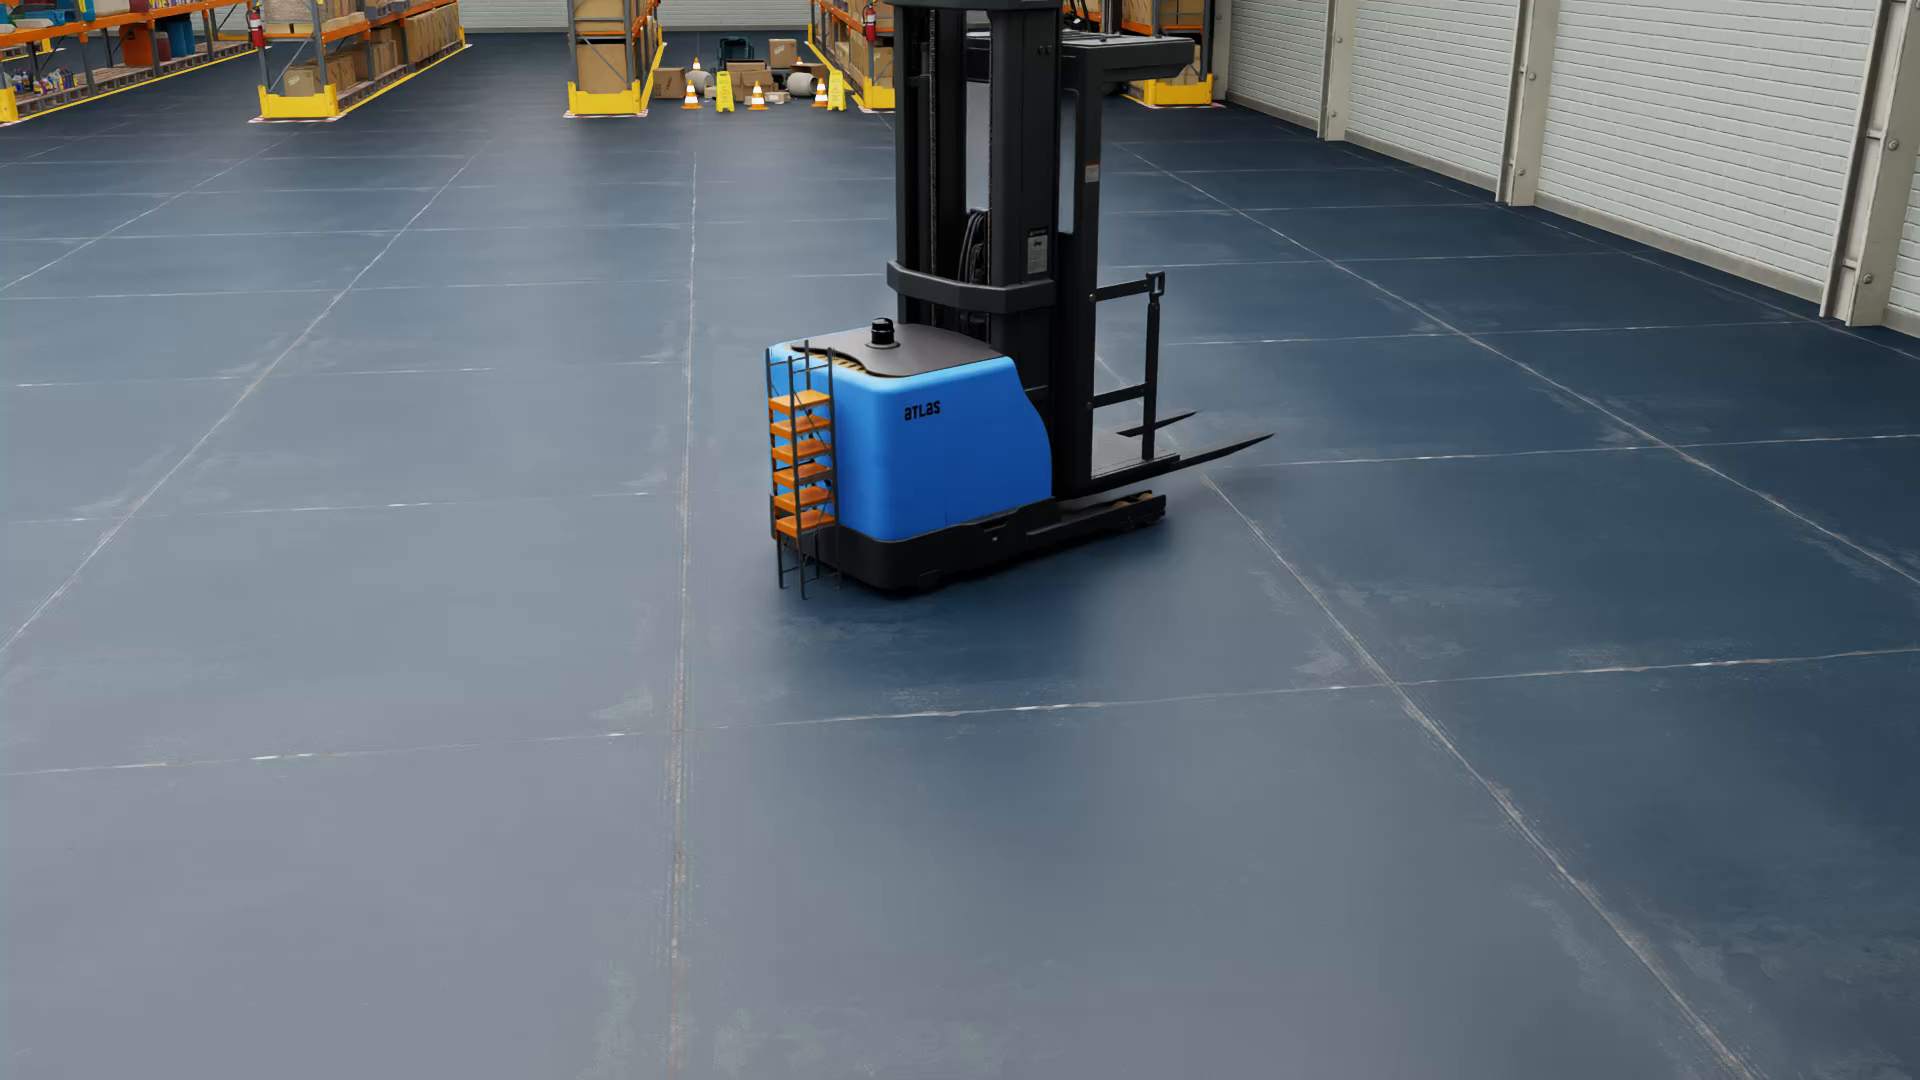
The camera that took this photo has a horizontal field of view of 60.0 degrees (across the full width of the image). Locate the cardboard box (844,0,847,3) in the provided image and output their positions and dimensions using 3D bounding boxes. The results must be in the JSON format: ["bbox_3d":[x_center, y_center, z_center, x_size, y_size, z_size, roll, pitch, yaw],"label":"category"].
[{"bbox_3d":[-2.085,-10.690,32.810,0.380,0.149,0.250,-3,21,-9],"label":"cardboard box"}]

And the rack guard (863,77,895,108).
[{"bbox_3d":[-1.078,-7.738,28.719,1.175,0.500,0.348,-3,21,-8],"label":"rack guard"}]

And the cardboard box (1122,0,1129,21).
[{"bbox_3d":[3.290,-9.869,30.710,0.500,0.500,0.500,-3,21,-7],"label":"cardboard box"}]

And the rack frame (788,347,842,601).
[{"bbox_3d":[-0.676,-0.300,7.797,0.240,1.200,0.006,-18,27,-37],"label":"rack frame"}]

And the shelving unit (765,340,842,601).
[{"bbox_3d":[-0.734,-0.325,7.862,0.258,1.200,0.189,-18,27,-37],"label":"shelving unit"}]

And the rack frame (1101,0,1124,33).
[{"bbox_3d":[3.267,-10.519,32.593,1.000,3.000,0.127,-3,21,-8],"label":"rack frame"}]

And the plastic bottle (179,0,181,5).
[{"bbox_3d":[-16.940,-11.688,36.007,0.097,0.201,0.097,0,20,0],"label":"plastic bottle"}]

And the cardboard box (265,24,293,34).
[{"bbox_3d":[-11.119,-8.353,27.153,0.380,0.149,0.250,-3,21,-8],"label":"cardboard box"}]

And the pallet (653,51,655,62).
[{"bbox_3d":[-7.567,-11.177,38.340,1.003,0.211,1.213,-3,21,-8],"label":"pallet"}]

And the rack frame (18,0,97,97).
[{"bbox_3d":[-16.352,-9.518,29.912,1.000,3.000,0.127,-3,21,-8],"label":"rack frame"}]

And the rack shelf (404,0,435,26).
[{"bbox_3d":[-12.315,-11.508,36.269,1.077,0.370,4.000,-3,21,-8],"label":"rack shelf"}]

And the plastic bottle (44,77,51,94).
[{"bbox_3d":[-15.792,-7.858,28.738,0.097,0.271,0.097,0,20,0],"label":"plastic bottle"}]

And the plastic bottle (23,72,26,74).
[{"bbox_3d":[-16.666,-8.205,29.661,0.152,0.276,0.135,-2,21,-6],"label":"plastic bottle"}]

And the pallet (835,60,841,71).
[{"bbox_3d":[-2.109,-10.075,35.391,1.003,0.211,1.213,-3,21,-8],"label":"pallet"}]

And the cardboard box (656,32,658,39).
[{"bbox_3d":[-7.838,-12.743,42.022,0.380,0.149,0.250,-2,21,-6],"label":"cardboard box"}]

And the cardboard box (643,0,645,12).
[{"bbox_3d":[-6.553,-10.749,33.066,0.500,0.500,0.500,-3,21,-7],"label":"cardboard box"}]

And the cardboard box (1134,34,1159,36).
[{"bbox_3d":[3.618,-9.561,31.928,0.500,0.250,0.500,-3,21,-9],"label":"cardboard box"}]

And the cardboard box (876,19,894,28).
[{"bbox_3d":[-1.333,-8.883,28.573,0.380,0.149,0.250,-2,21,-6],"label":"cardboard box"}]

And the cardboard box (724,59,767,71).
[{"bbox_3d":[-3.969,-8.580,30.776,0.797,0.637,0.503,-3,21,-8],"label":"cardboard box"}]

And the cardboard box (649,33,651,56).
[{"bbox_3d":[-7.030,-10.825,36.385,0.500,0.500,0.500,-3,21,-7],"label":"cardboard box"}]

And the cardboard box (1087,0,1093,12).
[{"bbox_3d":[2.858,-10.784,33.516,0.500,0.250,0.500,-3,21,-8],"label":"cardboard box"}]

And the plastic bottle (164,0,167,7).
[{"bbox_3d":[-16.794,-11.370,35.055,0.097,0.271,0.097,0,20,0],"label":"plastic bottle"}]

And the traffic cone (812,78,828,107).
[{"bbox_3d":[-2.406,-7.778,28.879,0.336,0.463,0.334,-3,21,-8],"label":"traffic cone"}]

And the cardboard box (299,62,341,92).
[{"bbox_3d":[-11.139,-8.048,28.950,0.500,0.500,0.500,-1,21,-3],"label":"cardboard box"}]

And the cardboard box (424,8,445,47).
[{"bbox_3d":[-12.620,-11.971,38.918,0.875,0.875,0.875,-3,21,-8],"label":"cardboard box"}]

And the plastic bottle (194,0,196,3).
[{"bbox_3d":[-17.128,-12.109,37.028,0.152,0.276,0.135,-3,21,-8],"label":"plastic bottle"}]

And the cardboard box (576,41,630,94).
[{"bbox_3d":[-6.114,-8.031,28.367,0.875,0.875,0.875,-3,21,-7],"label":"cardboard box"}]

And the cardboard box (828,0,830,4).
[{"bbox_3d":[-2.640,-11.920,36.559,0.500,0.250,0.500,-3,21,-7],"label":"cardboard box"}]

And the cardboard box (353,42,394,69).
[{"bbox_3d":[-11.818,-9.765,33.519,0.700,0.500,0.500,-5,21,-12],"label":"cardboard box"}]

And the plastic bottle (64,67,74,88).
[{"bbox_3d":[-15.974,-8.275,29.741,0.144,0.351,0.185,-3,21,-9],"label":"plastic bottle"}]

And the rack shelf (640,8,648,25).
[{"bbox_3d":[-6.816,-10.338,33.137,1.077,0.370,4.000,-3,21,-8],"label":"rack shelf"}]

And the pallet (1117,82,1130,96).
[{"bbox_3d":[3.520,-8.512,31.205,1.003,0.211,1.213,-3,21,-8],"label":"pallet"}]

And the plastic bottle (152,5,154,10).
[{"bbox_3d":[-16.660,-11.050,34.199,0.097,0.271,0.097,0,20,0],"label":"plastic bottle"}]

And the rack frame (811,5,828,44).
[{"bbox_3d":[-3.374,-14.422,43.043,1.000,3.000,0.127,-3,21,-8],"label":"rack frame"}]

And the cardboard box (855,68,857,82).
[{"bbox_3d":[-1.659,-8.590,30.759,0.500,0.250,0.500,-3,21,-8],"label":"cardboard box"}]

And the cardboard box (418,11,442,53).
[{"bbox_3d":[-12.492,-11.518,37.705,1.225,0.875,0.875,-3,21,-8],"label":"cardboard box"}]

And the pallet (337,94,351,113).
[{"bbox_3d":[-10.967,-7.386,28.189,1.003,0.211,1.213,-3,21,-8],"label":"pallet"}]

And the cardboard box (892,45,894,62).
[{"bbox_3d":[-0.914,-8.444,29.295,0.500,0.500,0.500,-4,21,-10],"label":"cardboard box"}]

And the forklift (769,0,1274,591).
[{"bbox_3d":[0.477,-1.538,8.646,3.031,2.935,1.130,-17,26,-37],"label":"forklift"}]

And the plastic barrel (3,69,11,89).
[{"bbox_3d":[-16.018,-7.562,27.630,0.421,0.512,0.421,0,20,0],"label":"plastic barrel"}]

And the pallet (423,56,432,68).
[{"bbox_3d":[-12.239,-10.544,36.646,1.003,0.211,1.213,-3,21,-8],"label":"pallet"}]

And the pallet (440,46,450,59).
[{"bbox_3d":[-12.636,-11.498,39.200,1.003,0.211,1.213,-3,21,-8],"label":"pallet"}]

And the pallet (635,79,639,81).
[{"bbox_3d":[-6.496,-8.409,30.930,1.003,0.211,1.213,-3,21,-8],"label":"pallet"}]

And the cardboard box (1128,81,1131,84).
[{"bbox_3d":[3.338,-8.536,30.613,0.500,0.250,0.500,-3,21,-7],"label":"cardboard box"}]

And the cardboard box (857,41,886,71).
[{"bbox_3d":[-1.585,-8.762,30.147,0.500,0.500,0.500,-3,21,-9],"label":"cardboard box"}]

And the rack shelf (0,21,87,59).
[{"bbox_3d":[-16.063,-8.488,28.184,1.077,0.370,4.000,-3,21,-8],"label":"rack shelf"}]

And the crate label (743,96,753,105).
[{"bbox_3d":[-3.630,-7.721,29.192,0.250,0.136,0.298,-15,25,-35],"label":"crate label"}]

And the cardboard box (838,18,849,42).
[{"bbox_3d":[-2.238,-11.097,36.577,0.875,0.875,0.875,-3,21,-8],"label":"cardboard box"}]

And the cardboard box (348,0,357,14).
[{"bbox_3d":[-11.447,-9.795,30.086,0.875,0.500,0.500,-3,21,-8],"label":"cardboard box"}]
